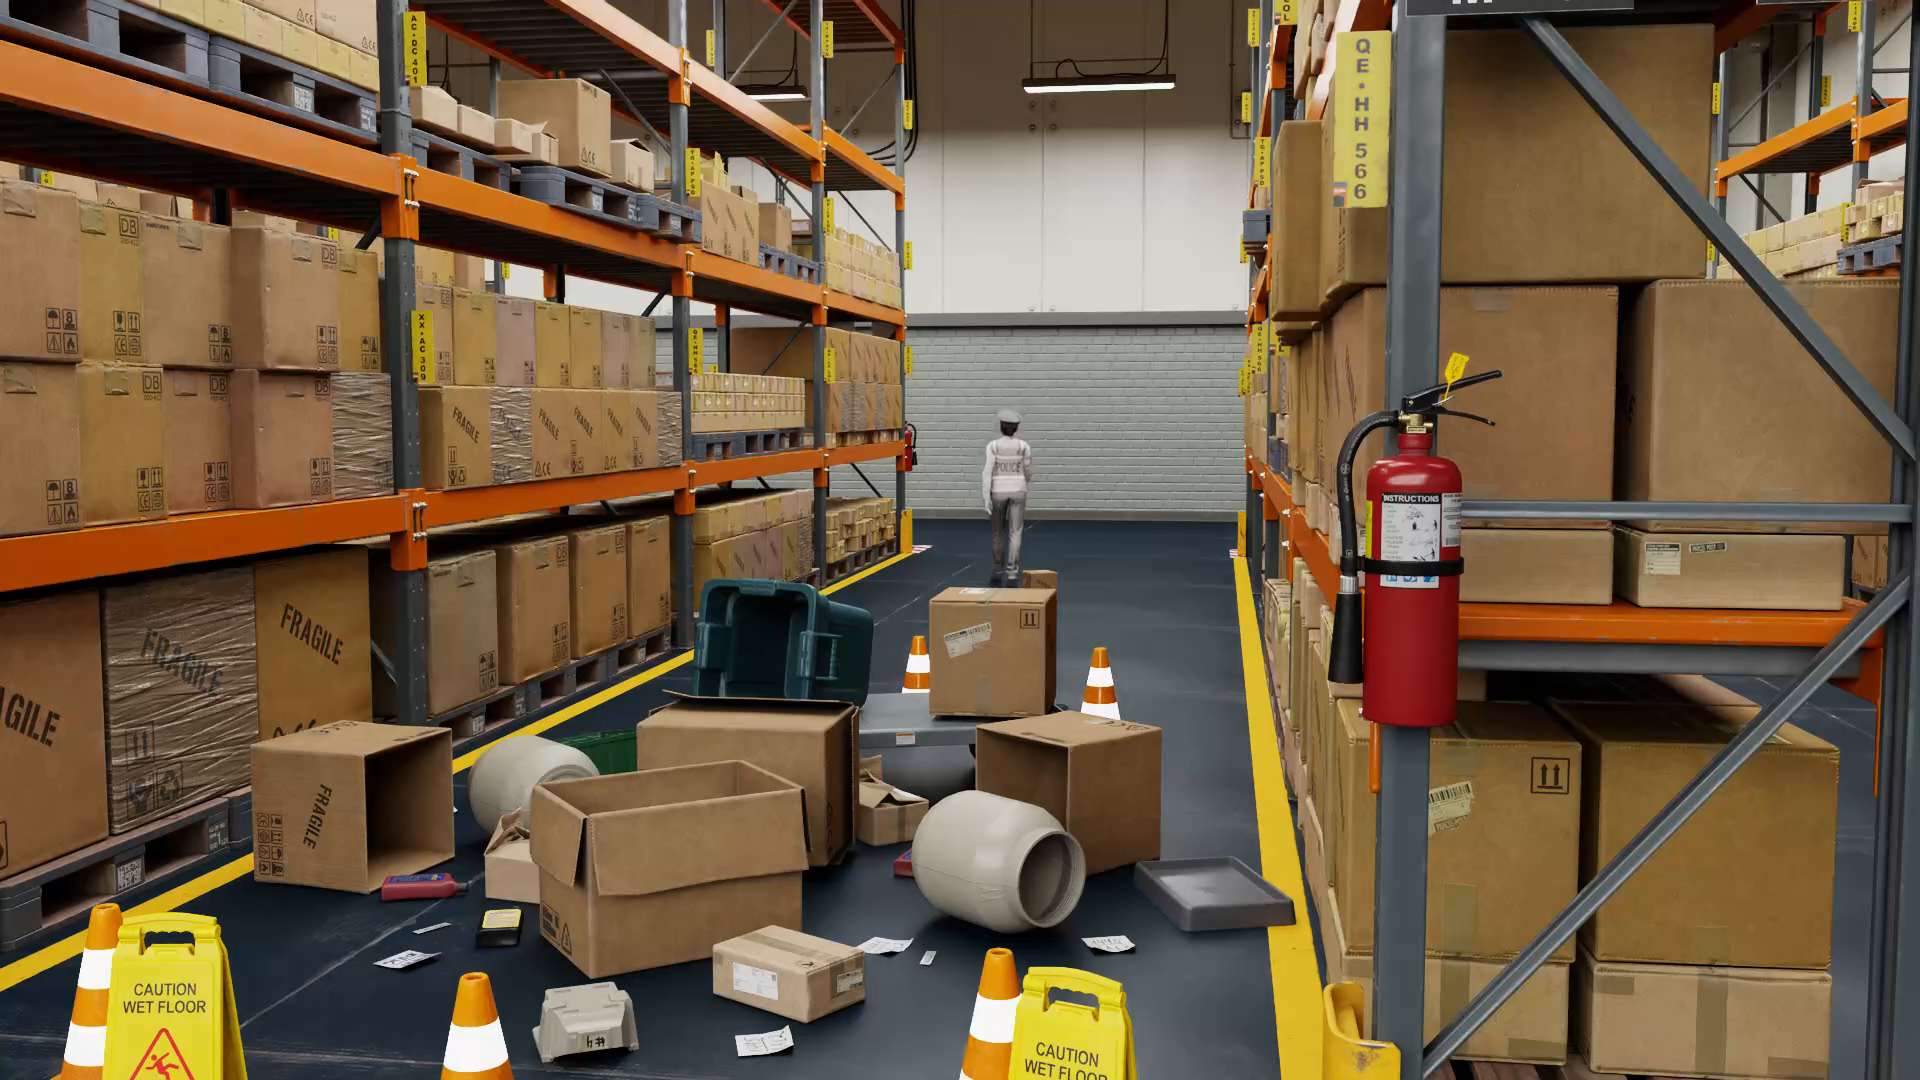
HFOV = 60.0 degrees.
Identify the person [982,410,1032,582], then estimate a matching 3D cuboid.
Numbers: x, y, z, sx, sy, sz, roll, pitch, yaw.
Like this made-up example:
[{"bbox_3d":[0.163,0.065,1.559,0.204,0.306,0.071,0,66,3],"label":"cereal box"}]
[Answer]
[{"bbox_3d":[0.456,-0.440,16.042,0.475,1.634,1.005,0,5,3],"label":"person"}]
